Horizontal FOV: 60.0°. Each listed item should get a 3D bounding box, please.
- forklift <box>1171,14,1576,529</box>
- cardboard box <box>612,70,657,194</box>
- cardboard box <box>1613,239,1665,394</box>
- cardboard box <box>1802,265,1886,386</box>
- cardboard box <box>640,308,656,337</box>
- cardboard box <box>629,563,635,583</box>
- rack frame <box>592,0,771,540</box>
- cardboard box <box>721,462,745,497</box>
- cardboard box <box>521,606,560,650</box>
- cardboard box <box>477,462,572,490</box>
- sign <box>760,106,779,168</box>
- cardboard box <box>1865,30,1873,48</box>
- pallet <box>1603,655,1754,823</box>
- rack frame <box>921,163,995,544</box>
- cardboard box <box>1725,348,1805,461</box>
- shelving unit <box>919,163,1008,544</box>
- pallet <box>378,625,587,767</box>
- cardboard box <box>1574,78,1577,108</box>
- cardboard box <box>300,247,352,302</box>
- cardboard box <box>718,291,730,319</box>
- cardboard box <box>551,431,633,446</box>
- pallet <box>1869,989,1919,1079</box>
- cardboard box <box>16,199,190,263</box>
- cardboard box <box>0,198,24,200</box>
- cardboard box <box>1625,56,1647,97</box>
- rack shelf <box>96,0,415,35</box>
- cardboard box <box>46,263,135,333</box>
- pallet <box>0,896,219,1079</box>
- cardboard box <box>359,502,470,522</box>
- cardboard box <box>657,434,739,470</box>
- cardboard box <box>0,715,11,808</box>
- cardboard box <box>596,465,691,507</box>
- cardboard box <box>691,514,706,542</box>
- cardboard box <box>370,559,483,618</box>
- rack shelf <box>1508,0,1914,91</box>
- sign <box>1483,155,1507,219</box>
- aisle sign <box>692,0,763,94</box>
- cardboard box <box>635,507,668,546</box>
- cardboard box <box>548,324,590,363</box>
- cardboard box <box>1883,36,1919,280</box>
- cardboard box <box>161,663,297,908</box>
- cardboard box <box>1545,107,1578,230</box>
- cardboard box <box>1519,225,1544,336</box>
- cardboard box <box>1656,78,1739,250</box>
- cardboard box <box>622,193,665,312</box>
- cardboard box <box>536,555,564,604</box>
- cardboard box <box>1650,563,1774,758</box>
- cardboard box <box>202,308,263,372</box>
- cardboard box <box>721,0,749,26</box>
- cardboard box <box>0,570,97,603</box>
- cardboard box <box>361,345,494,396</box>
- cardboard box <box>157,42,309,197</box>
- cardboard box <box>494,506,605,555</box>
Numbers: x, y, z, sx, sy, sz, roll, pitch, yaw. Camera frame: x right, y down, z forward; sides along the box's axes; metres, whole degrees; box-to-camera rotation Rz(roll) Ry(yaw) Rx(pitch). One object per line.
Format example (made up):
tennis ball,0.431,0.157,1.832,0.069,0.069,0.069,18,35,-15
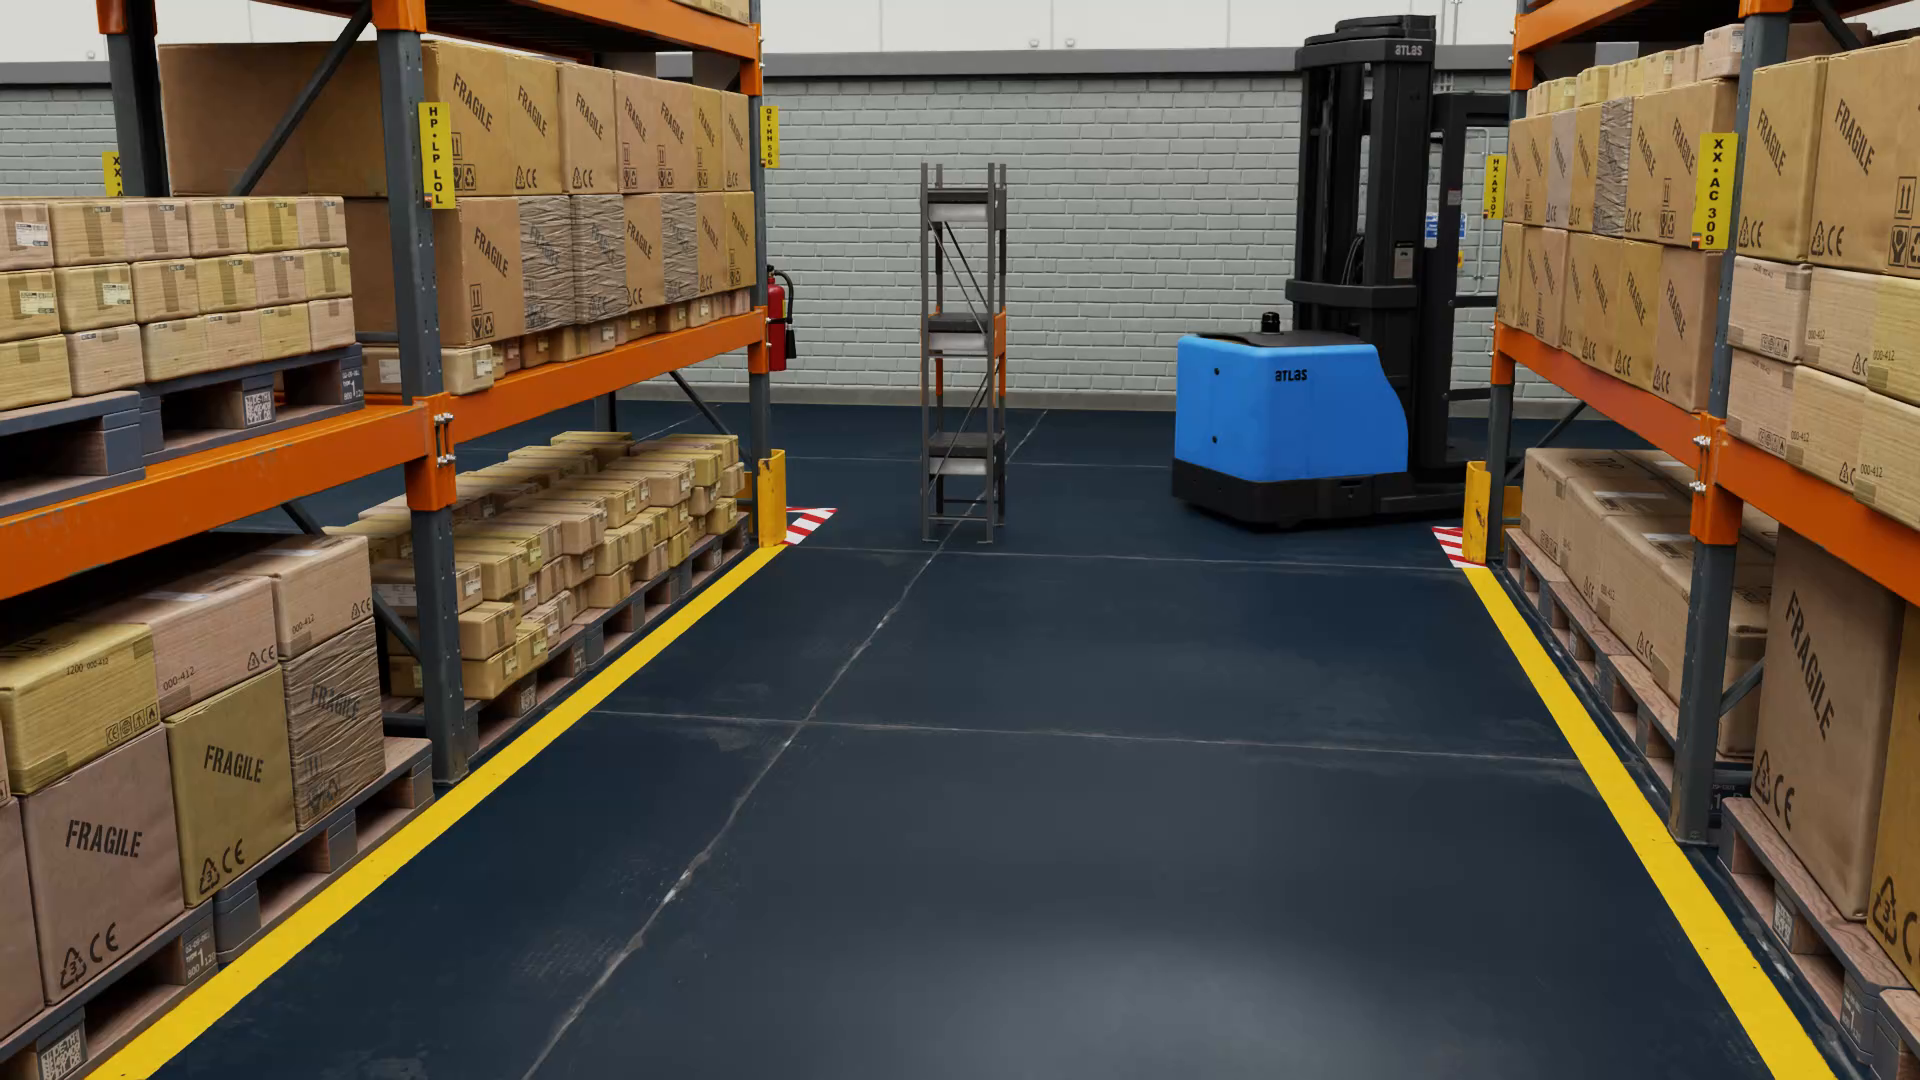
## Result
forklift,2.899,-1.672,10.296,3.031,2.935,1.130,-5,13,-21
cardboard box,-1.631,-1.748,7.167,0.500,0.500,0.500,1,12,7
cardboard box,2.604,-0.781,5.762,0.500,0.500,0.500,2,12,7
cardboard box,2.313,-0.500,3.861,0.500,0.250,0.500,2,12,10
cardboard box,-1.636,-1.027,7.736,0.380,0.149,0.250,1,12,6
cardboard box,-1.697,0.135,7.519,0.380,0.149,0.250,2,12,10
rack frame,-1.579,-1.492,9.298,1.000,3.000,0.127,2,12,9
cardboard box,-1.379,-0.330,8.970,0.380,0.149,0.250,2,12,7
cardboard box,-1.793,0.354,6.499,0.380,0.149,0.250,2,12,8
cardboard box,-2.093,-0.275,8.010,0.380,0.149,0.250,2,12,11
sign,-1.034,-2.191,9.040,0.100,0.325,0.005,2,12,9
cardboard box,2.593,-1.501,5.188,0.380,0.149,0.250,2,12,10
pallet,2.906,0.687,5.804,1.003,0.211,1.213,2,12,9
rack frame,-0.012,-1.010,9.196,0.400,2.100,0.015,2,12,9
cardboard box,2.384,-0.364,4.418,0.500,0.250,0.500,2,12,7
shelving unit,0.025,-1.061,9.432,0.431,2.100,0.503,2,12,9
pallet,-2.126,0.562,6.382,1.003,0.211,1.213,2,12,9
cardboard box,2.865,-1.924,7.150,0.380,0.149,0.250,2,12,9
cardboard box,-2.061,-0.798,4.971,0.380,0.149,0.250,2,12,10
cardboard box,-1.426,-1.242,8.733,0.380,0.149,0.250,2,12,9
cardboard box,-1.996,-0.497,9.037,0.380,0.149,0.250,1,12,6
pallet,2.483,1.261,3.143,1.003,0.211,1.213,2,12,9
cardboard box,-2.186,-0.779,4.174,0.380,0.149,0.250,2,12,8
cardboard box,-2.789,-0.854,4.525,0.380,0.149,0.250,2,12,9
cardboard box,2.704,-1.714,6.174,0.380,0.149,0.250,2,12,7
rack shelf,-2.502,-1.358,3.263,1.077,0.370,4.000,2,12,9
cardboard box,-2.220,-0.581,3.962,0.380,0.149,0.250,1,12,6
pallet,-2.498,1.120,3.794,1.003,0.211,1.213,2,12,9
cardboard box,-2.298,-0.062,7.019,0.380,0.149,0.250,1,12,6
cardboard box,-1.410,-0.476,8.942,0.380,0.149,0.250,2,12,9
cardboard box,-2.298,0.479,3.307,0.500,0.250,0.500,2,12,9
cardboard box,-1.509,-0.258,7.930,0.380,0.149,0.250,2,12,11
cardboard box,-1.520,-0.079,8.509,0.380,0.149,0.250,2,12,8
cardboard box,-1.937,0.173,5.930,0.380,0.149,0.250,2,12,11
rack shelf,3.020,-2.051,6.480,1.077,0.370,4.000,2,12,9
sign,2.780,-1.834,8.641,0.100,0.325,0.005,2,12,9
aisle sign,-1.272,-2.769,9.050,0.394,0.787,0.004,2,12,9
cardboard box,-1.581,-0.061,7.721,0.380,0.149,0.250,3,12,11
cardboard box,-1.721,-0.805,6.707,0.380,0.149,0.250,2,12,10
cardboard box,2.230,-0.765,3.311,0.500,0.500,0.500,2,12,7
cardboard box,-2.139,0.626,4.405,0.500,0.500,0.500,2,12,7
cardboard box,2.828,-1.585,7.116,0.500,0.500,0.500,2,12,8
cardboard box,2.919,-1.205,7.728,0.500,0.500,0.500,2,12,8
cardboard box,2.512,-1.165,5.169,0.500,0.500,0.500,2,12,8
cardboard box,-1.634,-1.268,7.316,0.500,0.500,0.500,3,12,11
cardboard box,-1.826,0.155,6.720,0.380,0.149,0.250,1,12,6
cardboard box,2.915,0.400,5.604,0.875,0.438,0.875,2,12,8
cardboard box,-2.140,-0.547,4.512,0.380,0.149,0.250,2,12,8
cardboard box,-1.388,-2.782,8.519,0.500,0.250,0.500,2,12,7
cardboard box,-2.649,0.247,4.386,0.500,0.250,0.500,2,12,10
cardboard box,-1.828,-0.585,5.685,0.380,0.149,0.250,2,12,11
cardboard box,-2.390,-1.449,5.782,0.500,0.500,0.500,1,12,7
cardboard box,-1.708,-0.042,6.927,0.380,0.149,0.250,2,12,10
